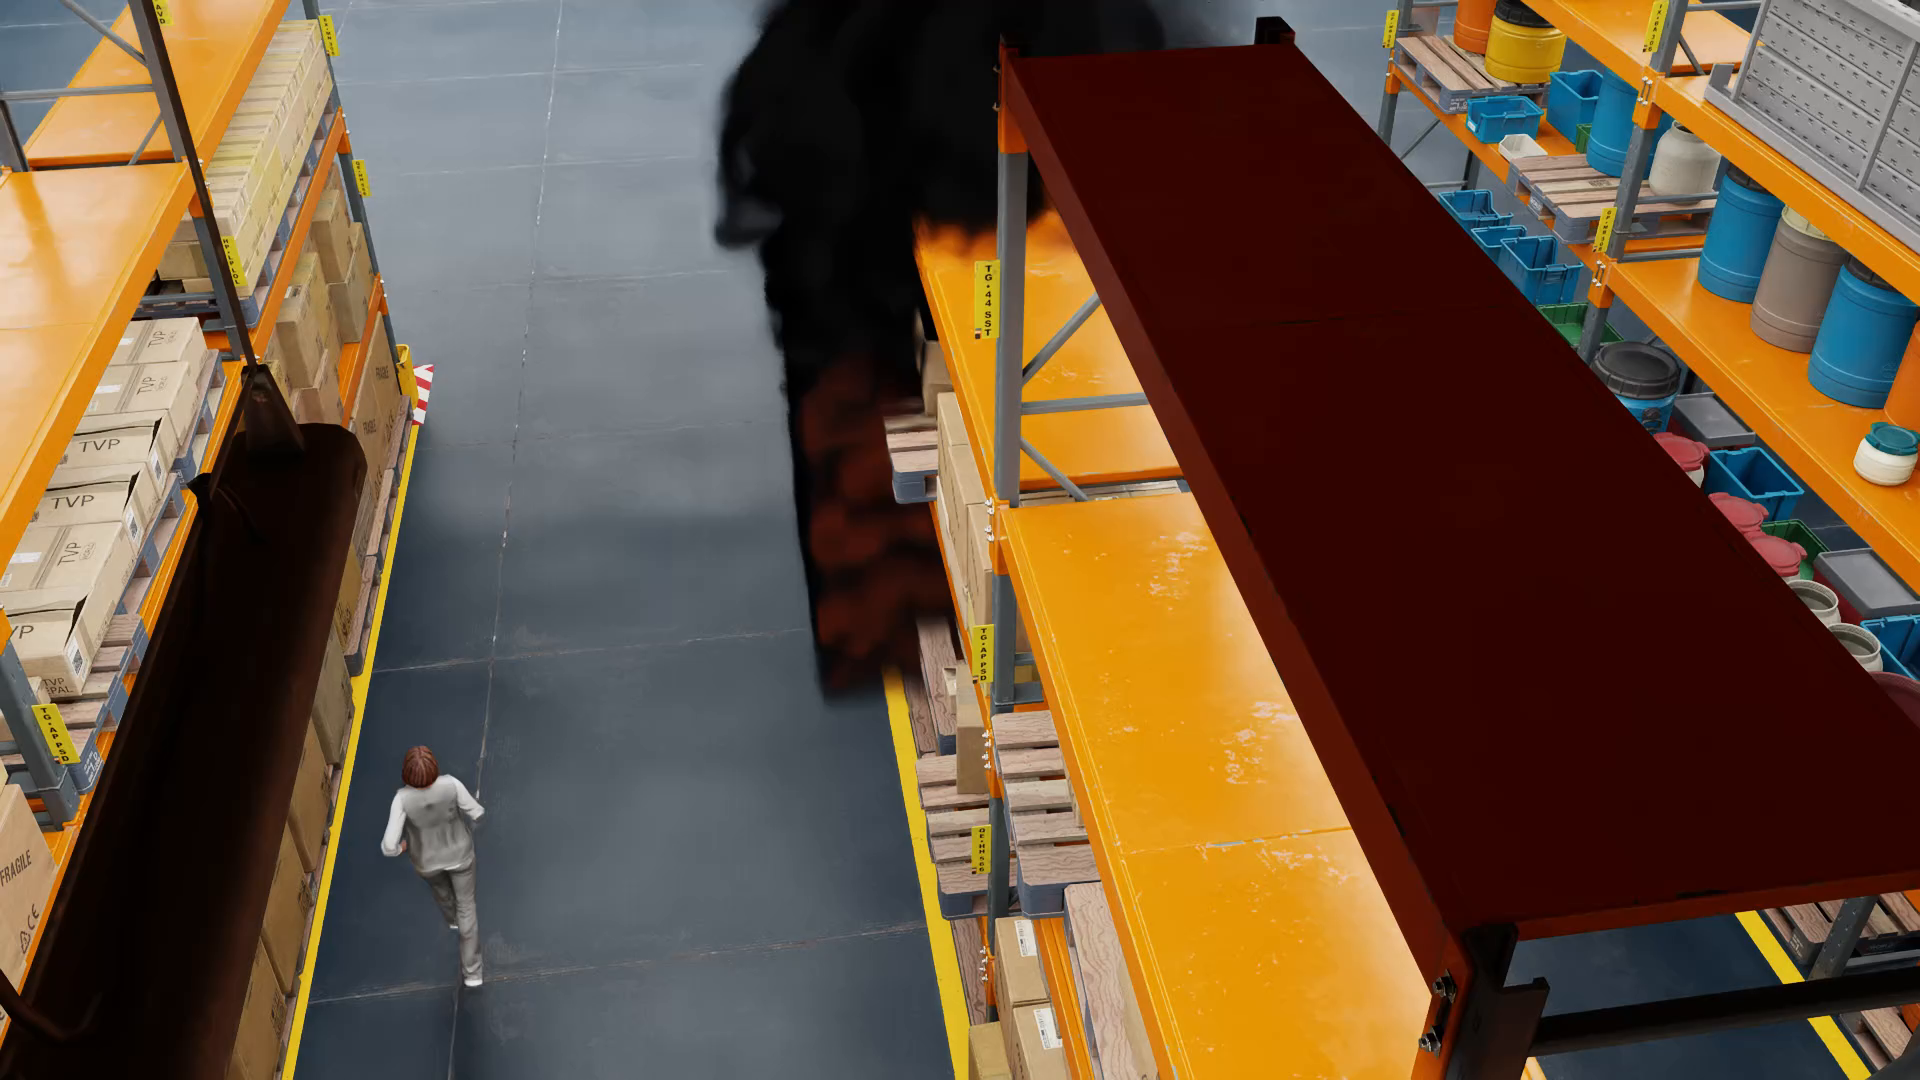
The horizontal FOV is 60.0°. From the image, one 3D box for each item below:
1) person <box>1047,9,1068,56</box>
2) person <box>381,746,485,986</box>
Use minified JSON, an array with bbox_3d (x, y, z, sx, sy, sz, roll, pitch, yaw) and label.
[{"bbox_3d":[1.062,-5.414,19.474,0.656,1.624,0.514,10,37,13],"label":"person"},{"bbox_3d":[-2.859,1.752,9.197,0.540,1.607,0.810,-11,38,-15],"label":"person"}]
